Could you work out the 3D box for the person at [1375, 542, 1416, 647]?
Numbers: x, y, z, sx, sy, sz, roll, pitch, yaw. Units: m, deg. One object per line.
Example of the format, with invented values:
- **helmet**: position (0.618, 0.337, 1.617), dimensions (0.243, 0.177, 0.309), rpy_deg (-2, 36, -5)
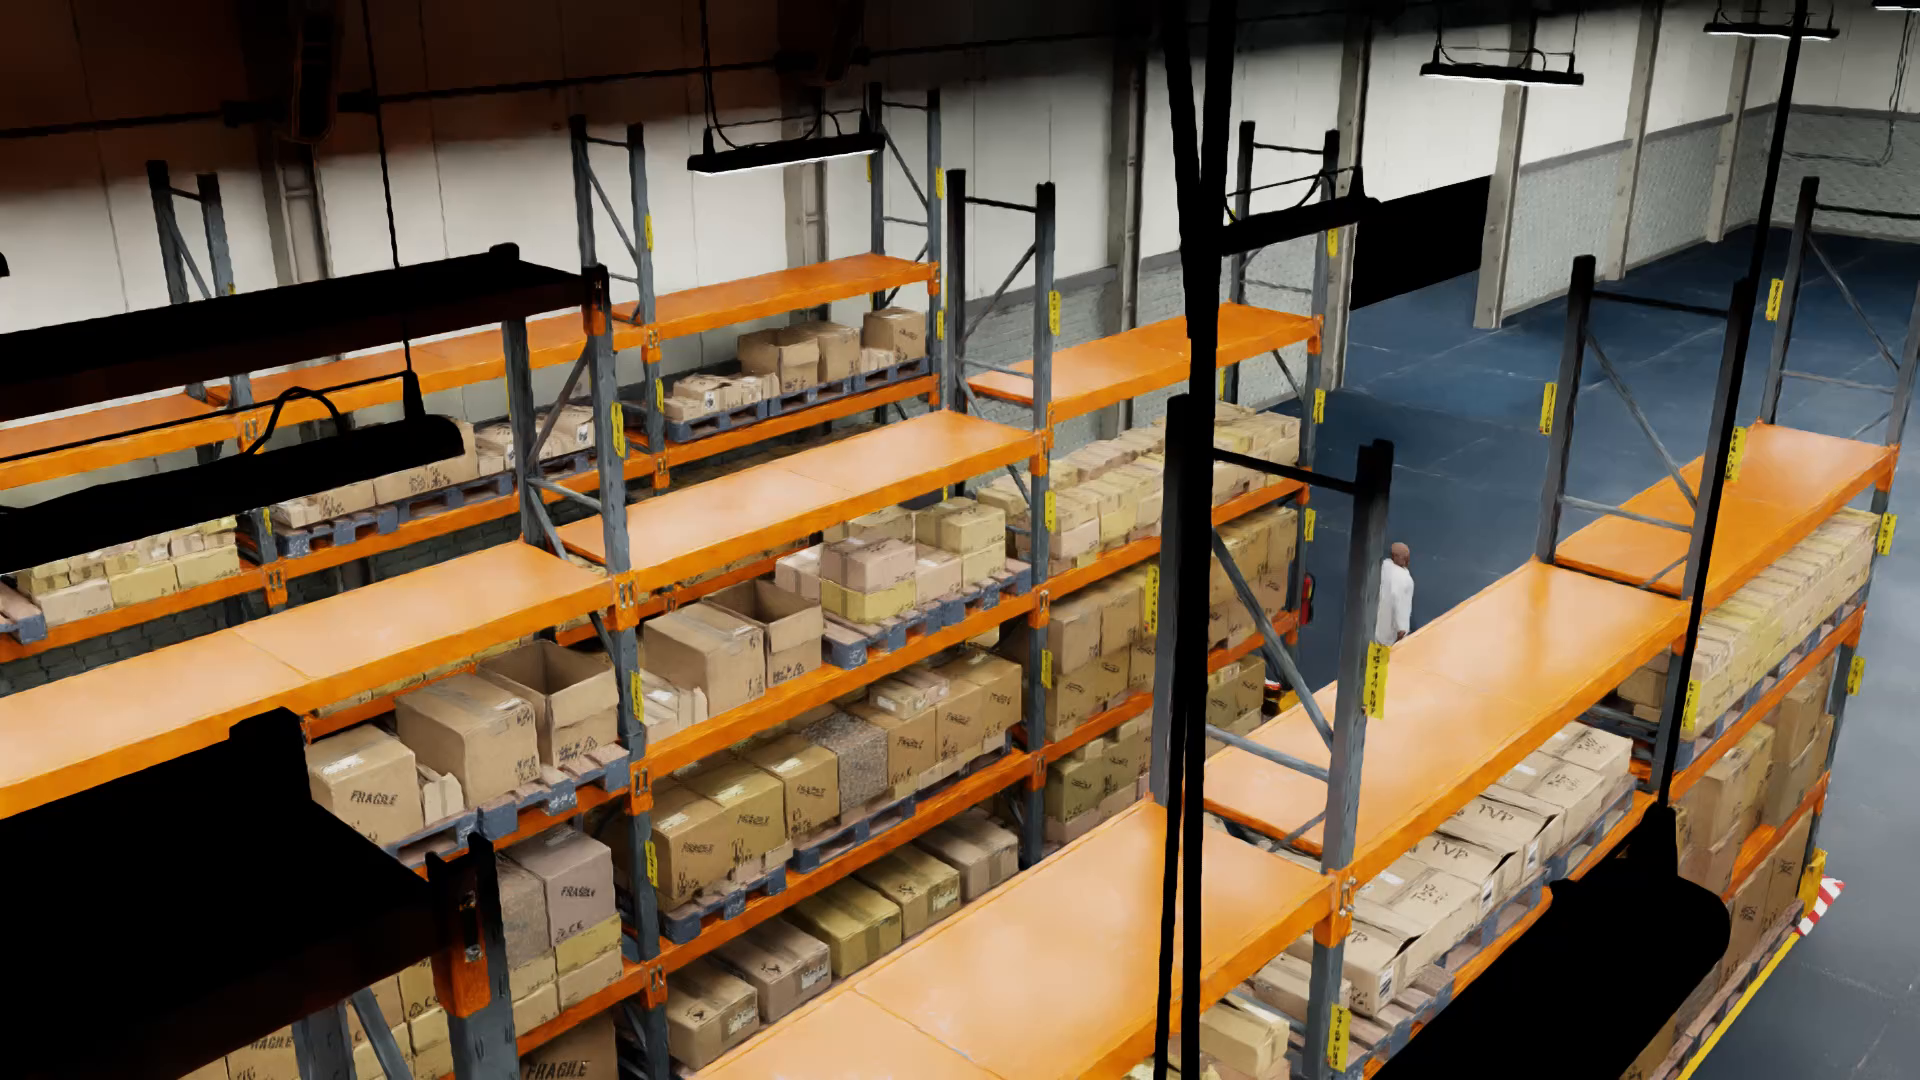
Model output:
- **person**: position (4.484, 0.821, 17.473), dimensions (0.495, 1.771, 0.683), rpy_deg (0, 21, 0)
